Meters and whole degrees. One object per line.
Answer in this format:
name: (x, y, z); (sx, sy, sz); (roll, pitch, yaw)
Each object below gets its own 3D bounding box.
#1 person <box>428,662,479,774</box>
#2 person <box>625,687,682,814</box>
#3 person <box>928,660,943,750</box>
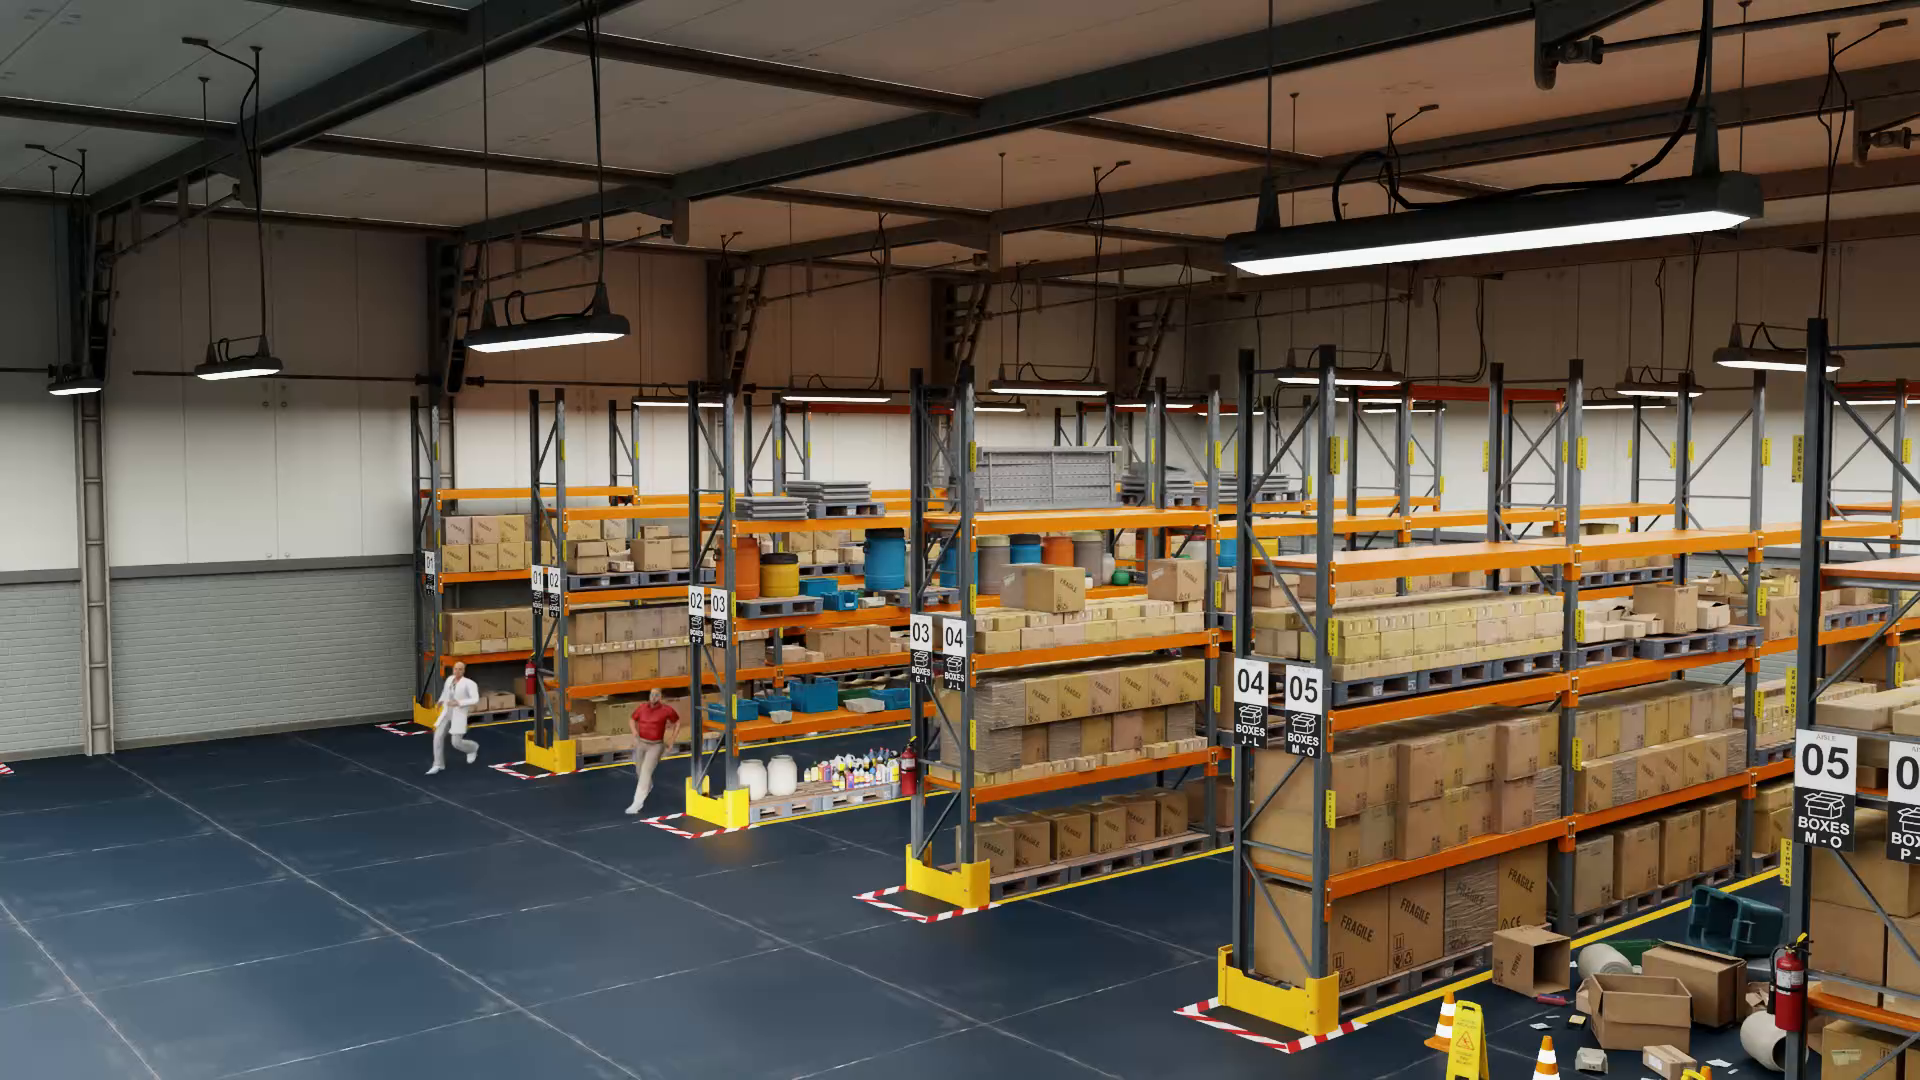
person: (-7.903, 2.787, 26.171); (0.739, 1.727, 0.871); (1, 4, 19)
person: (-4.357, 2.926, 23.410); (0.736, 1.716, 0.962); (1, 4, 17)
person: (-0.355, 2.688, 27.885); (0.548, 1.647, 0.615); (-3, 5, -45)
